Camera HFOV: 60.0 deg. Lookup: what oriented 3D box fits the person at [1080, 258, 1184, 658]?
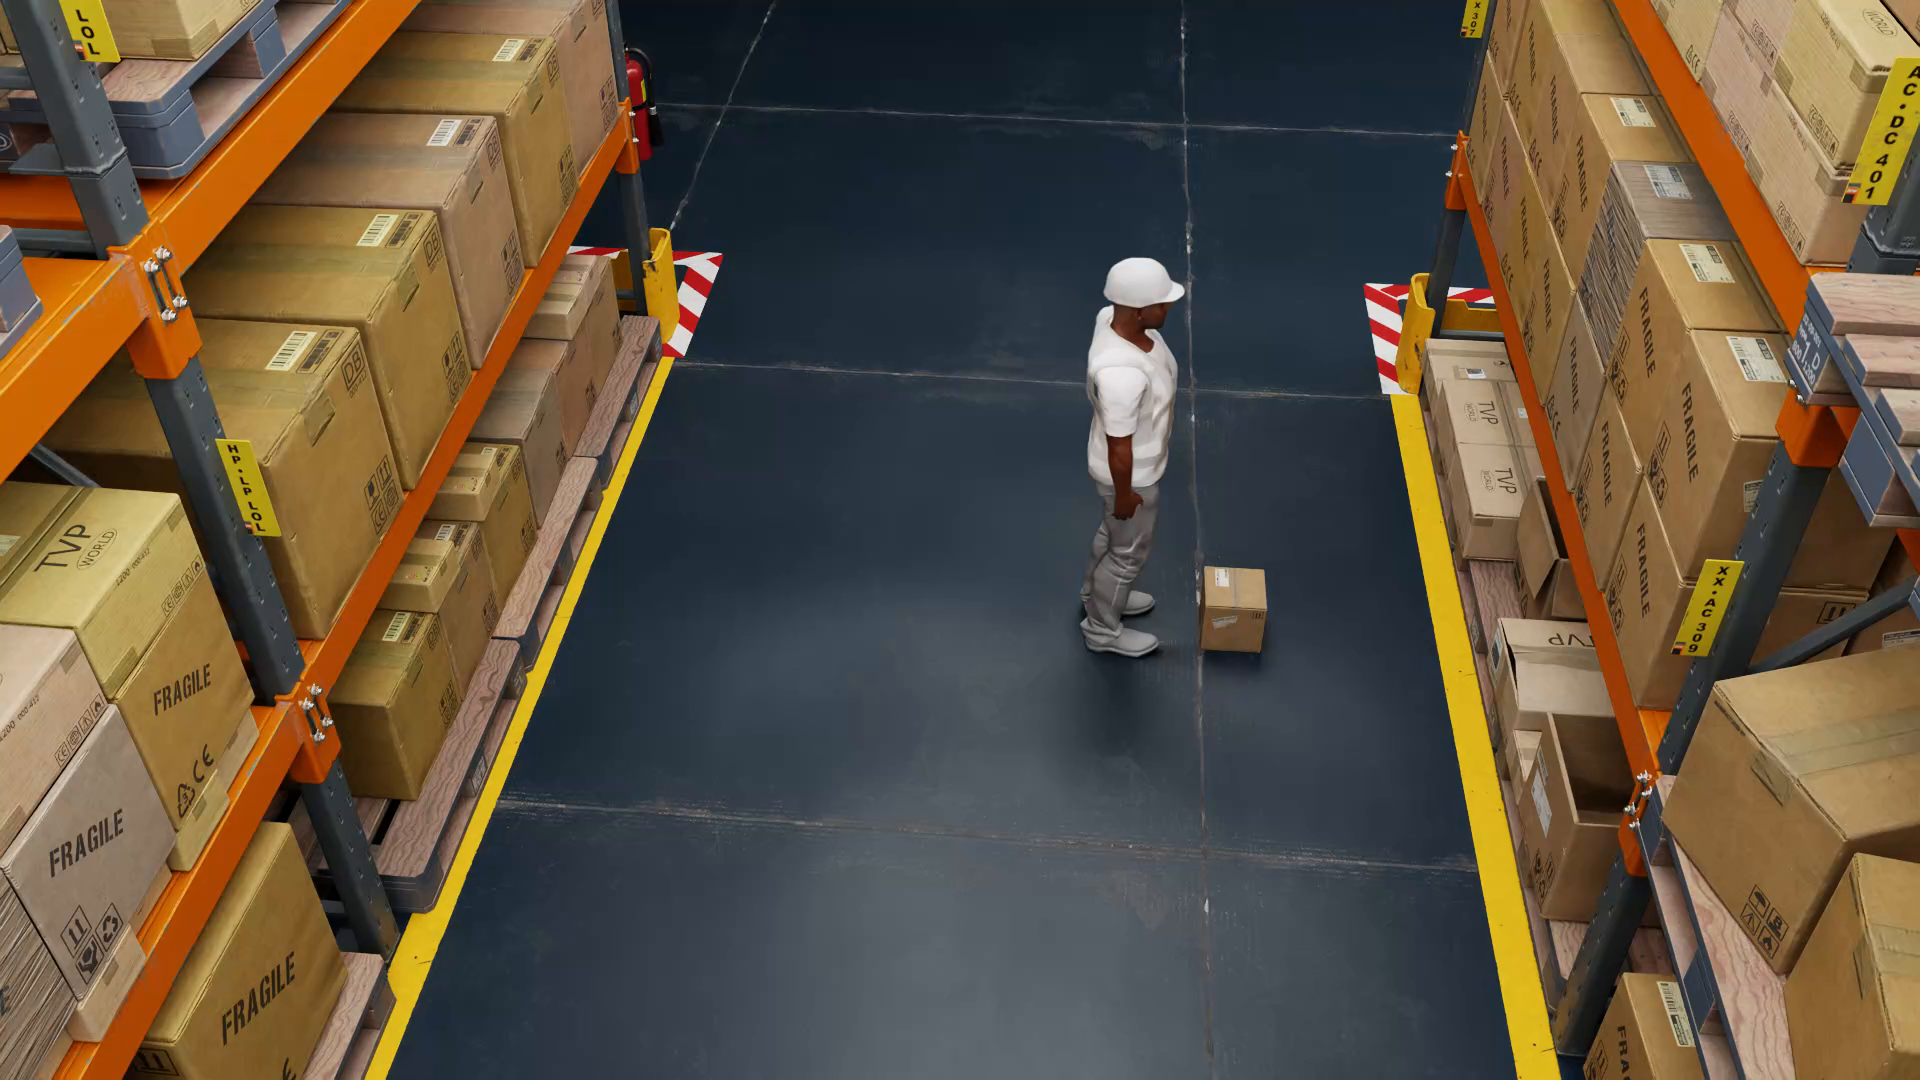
[{"bbox_3d":[0.664,-0.323,6.529,0.369,1.762,0.563,4,40,5],"label":"person"}]
